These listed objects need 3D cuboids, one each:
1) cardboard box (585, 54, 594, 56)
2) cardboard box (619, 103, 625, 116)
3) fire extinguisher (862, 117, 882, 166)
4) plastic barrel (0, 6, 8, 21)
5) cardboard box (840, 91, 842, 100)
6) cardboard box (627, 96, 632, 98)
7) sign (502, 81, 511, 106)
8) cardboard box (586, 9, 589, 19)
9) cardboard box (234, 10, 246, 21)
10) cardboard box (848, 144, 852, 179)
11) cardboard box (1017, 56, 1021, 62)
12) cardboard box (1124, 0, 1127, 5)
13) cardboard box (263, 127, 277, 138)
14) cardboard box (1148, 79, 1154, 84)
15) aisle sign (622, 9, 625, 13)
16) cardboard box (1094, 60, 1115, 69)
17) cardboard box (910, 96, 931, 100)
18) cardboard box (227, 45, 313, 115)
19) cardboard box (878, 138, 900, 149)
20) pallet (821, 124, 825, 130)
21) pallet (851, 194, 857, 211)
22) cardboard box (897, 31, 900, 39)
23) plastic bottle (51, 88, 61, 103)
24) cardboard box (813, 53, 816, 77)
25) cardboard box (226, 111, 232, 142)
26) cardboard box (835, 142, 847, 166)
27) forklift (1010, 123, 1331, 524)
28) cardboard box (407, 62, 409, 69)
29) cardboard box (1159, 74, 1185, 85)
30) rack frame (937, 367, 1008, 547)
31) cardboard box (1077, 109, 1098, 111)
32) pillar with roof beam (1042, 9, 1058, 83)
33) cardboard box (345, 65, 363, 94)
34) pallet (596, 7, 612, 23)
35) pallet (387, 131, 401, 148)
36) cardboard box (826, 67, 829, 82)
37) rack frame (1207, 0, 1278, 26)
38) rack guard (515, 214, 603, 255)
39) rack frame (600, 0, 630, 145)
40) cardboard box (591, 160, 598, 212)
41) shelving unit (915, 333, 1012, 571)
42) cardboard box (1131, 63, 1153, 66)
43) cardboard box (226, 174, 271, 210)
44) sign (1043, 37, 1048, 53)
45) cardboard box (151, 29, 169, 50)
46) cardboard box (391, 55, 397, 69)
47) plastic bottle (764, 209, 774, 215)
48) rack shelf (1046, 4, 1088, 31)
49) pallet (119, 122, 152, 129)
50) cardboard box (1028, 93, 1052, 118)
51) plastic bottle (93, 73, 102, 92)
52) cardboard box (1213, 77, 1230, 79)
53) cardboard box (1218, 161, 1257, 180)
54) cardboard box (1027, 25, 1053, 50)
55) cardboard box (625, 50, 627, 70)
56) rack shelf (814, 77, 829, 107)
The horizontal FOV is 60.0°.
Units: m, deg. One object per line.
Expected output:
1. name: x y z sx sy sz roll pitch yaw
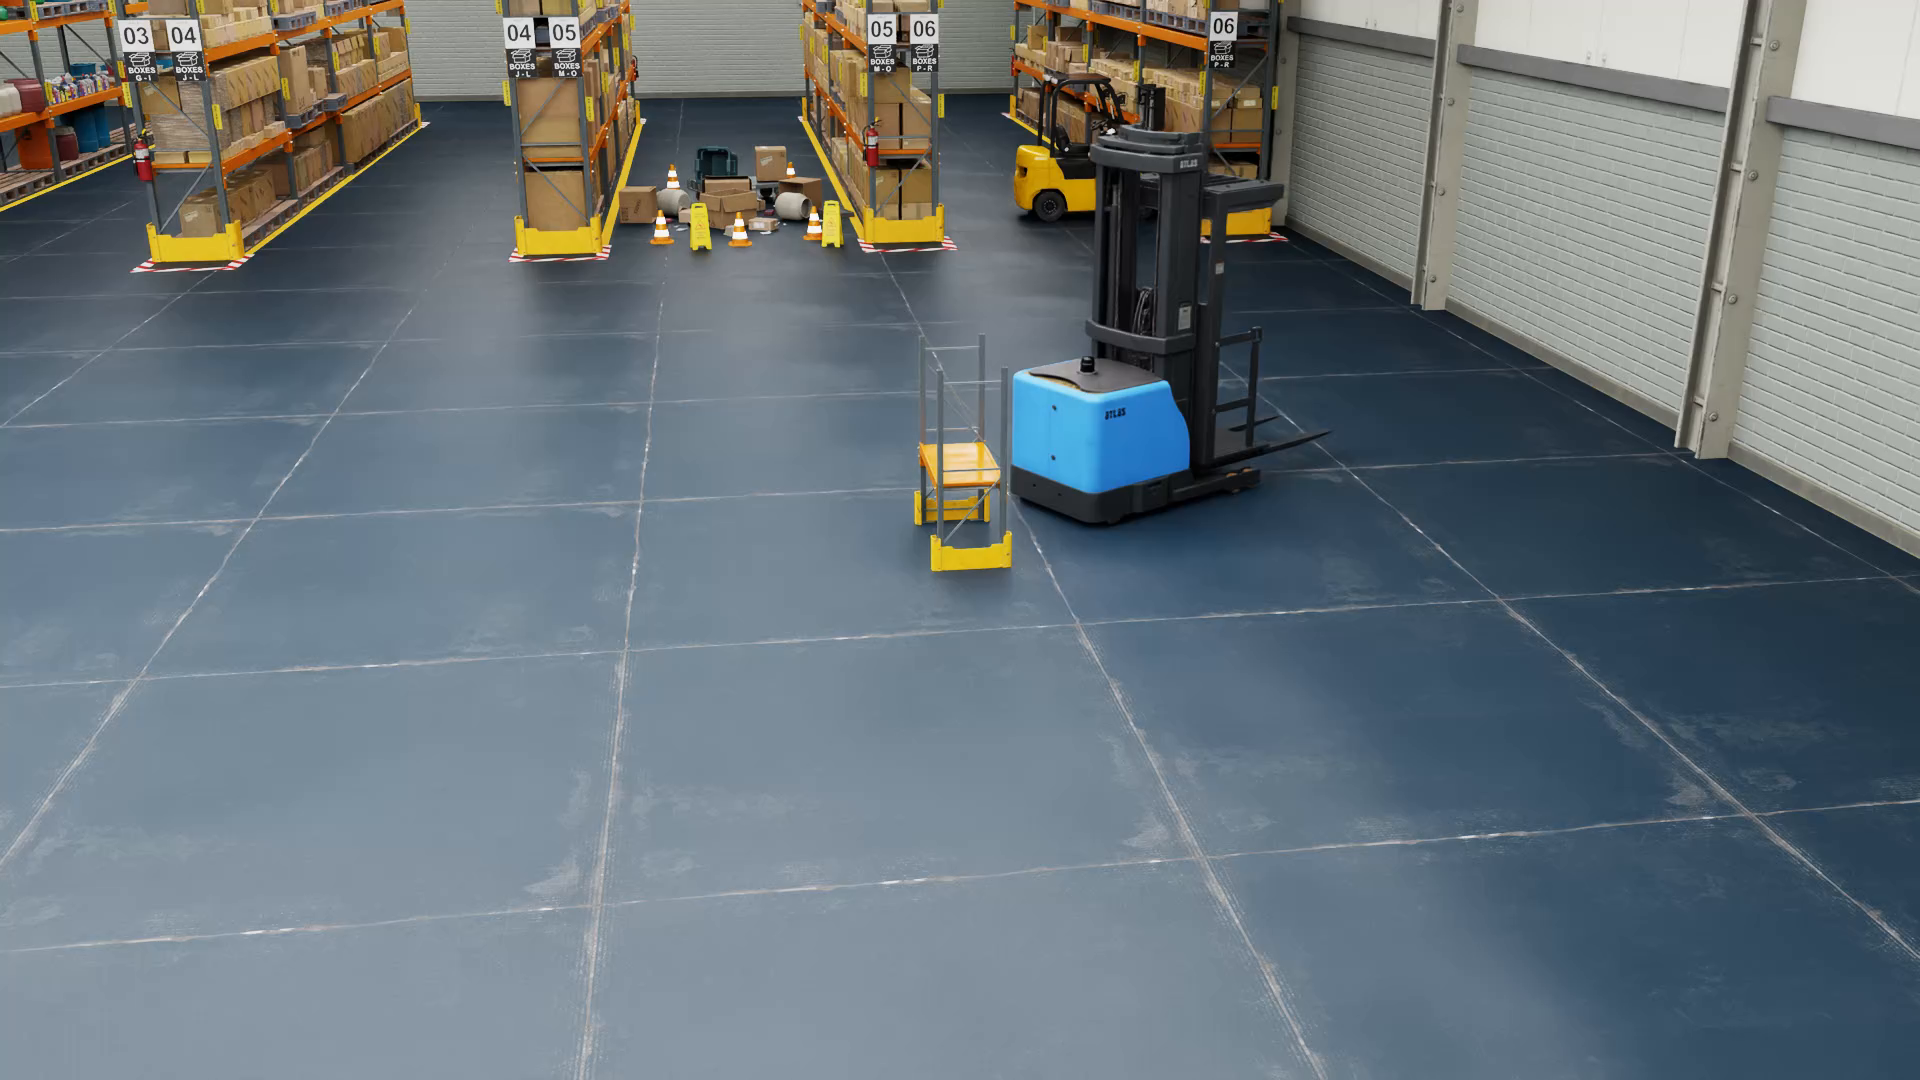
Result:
1. cardboard box: -6.504 -7.951 28.146 0.700 0.500 0.500 -3 21 -7
2. cardboard box: -7.013 -8.634 33.448 0.500 0.250 0.500 -2 21 -5
3. fire extinguisher: -1.258 -5.712 23.833 0.296 0.674 0.183 -3 21 -8
4. plastic barrel: -16.593 -9.081 28.677 0.294 0.245 0.294 0 20 0
5. cardboard box: -1.876 -7.707 28.822 0.380 0.149 0.250 -3 21 -7
6. cardboard box: -7.681 -10.035 37.922 0.380 0.149 0.250 -3 21 -7
7. sign: -6.241 -6.157 22.921 0.100 0.325 0.005 -3 21 -8
8. cardboard box: -5.653 -7.717 24.421 0.380 0.149 0.250 -3 21 -7
9. cardboard box: -10.673 -7.664 24.306 0.380 0.149 0.250 -2 21 -5
10. cardboard box: -1.577 -6.238 27.389 0.500 0.500 0.500 -2 21 -5
11. cardboard box: 1.563 -11.357 39.196 0.380 0.149 0.250 -3 21 -8
12. cardboard box: 3.058 -9.344 28.776 0.380 0.149 0.250 -3 21 -8
13. cardboard box: -10.730 -6.261 25.552 0.380 0.149 0.250 -3 21 -8
14. cardboard box: 3.341 -7.585 27.667 0.380 0.149 0.250 -2 21 -6
15. aisle sign: -7.722 -12.324 37.711 0.394 0.787 0.004 -3 21 -8
16. cardboard box: 2.734 -8.966 31.364 0.380 0.149 0.250 -2 21 -7
17. cardboard box: -0.690 -6.354 24.874 0.500 0.500 0.500 -2 21 -6
18. cardboard box: -11.177 -7.456 26.934 1.000 1.000 1.000 -3 21 -7
19. cardboard box: -1.084 -5.812 24.349 0.380 0.149 0.250 -2 21 -6
20. pallet: -2.580 -8.927 36.315 1.003 0.211 1.213 -3 21 -8
21. pallet: -1.263 -5.659 27.566 1.003 0.211 1.213 -3 21 -8
22. cardboard box: -0.735 -7.494 24.566 0.380 0.149 0.250 -3 21 -8
23. plastic bottle: -16.488 -8.099 30.292 0.152 0.276 0.135 -3 21 -8
24. cardboard box: -2.868 -10.160 35.490 0.500 0.500 0.500 -3 21 -7
25. cardboard box: -10.867 -5.856 23.541 0.875 0.500 0.500 -3 21 -8
26. cardboard box: -1.785 -7.095 30.582 0.950 0.372 0.625 -3 21 -9
27. forklift: 1.881 -1.893 13.595 3.031 2.935 1.130 -15 25 -35
28. cardboard box: -12.554 -10.627 37.240 0.380 0.149 0.250 -3 21 -7
29. cardboard box: 3.441 -7.456 26.896 0.380 0.149 0.250 -3 21 -9
30. rack frame: 0.086 -0.497 11.903 0.500 1.500 0.032 -3 21 -8
31. cardboard box: 2.561 -8.600 33.501 0.380 0.149 0.250 -2 21 -6
32. pillar with roof beam: -1.970 -15.175 40.484 9.100 9.000 0.400 -3 21 -8
33. cardboard box: -11.803 -8.839 31.951 0.500 0.500 0.500 -3 21 -8
34. pallet: -6.546 -9.006 28.524 1.003 0.211 1.213 -2 21 -5
35. pallet: -12.387 -8.427 34.977 1.003 0.211 1.213 -3 21 -8
36. cardboard box: -2.293 -8.900 31.757 0.500 0.250 0.500 -3 21 -8
37. rack frame: 4.093 -8.873 23.612 1.000 3.000 0.127 -3 21 -8
38. rack guard: -5.698 -4.347 23.641 1.175 0.500 0.348 -3 21 -8
39. rack frame: -7.432 -9.681 34.350 1.000 3.000 0.127 -3 21 -8
40. cardboard box: -6.123 -5.579 25.804 0.875 0.875 0.875 -3 21 -7
41. shelving unit: 0.011 -0.676 12.383 0.587 1.500 1.083 -3 21 -8
42. cardboard box: 3.378 -8.727 30.726 0.380 0.149 0.250 -3 21 -8
43. cardboard box: -11.093 -5.383 25.815 0.500 0.500 0.500 4 21 9
44. sign: 1.828 -10.593 35.554 0.100 0.325 0.005 -3 21 -8
45. cardboard box: -10.945 -6.800 22.563 0.500 0.250 0.500 -2 21 -6
46. cardboard box: -12.373 -10.234 35.618 0.500 0.250 0.500 -3 21 -8
47. plastic bottle: -3.064 -5.278 26.760 0.133 0.061 0.283 1 20 2
48. rack shelf: 2.652 -10.593 33.532 1.077 0.370 4.000 -3 21 -8
49. pallet: -17.752 -9.007 36.531 1.003 0.211 1.213 -3 21 -8
50. cardboard box: 1.843 -9.926 37.976 0.500 0.500 0.500 -3 21 -7
51. plastic bottle: -16.799 -8.891 32.305 0.144 0.351 0.185 -3 21 -8
52. cardboard box: 4.062 -7.217 26.256 0.380 0.149 0.250 -3 21 -7
53. cardboard box: 4.211 -5.616 25.365 0.500 0.250 0.500 -3 21 -9
54. cardboard box: 1.802 -11.333 37.489 0.500 0.500 0.500 -2 21 -6
55. cardboard box: -7.332 -10.222 35.231 0.500 0.500 0.500 -3 21 -8
56. rack shelf: -2.260 -8.936 33.384 1.077 0.370 4.000 -3 21 -8
